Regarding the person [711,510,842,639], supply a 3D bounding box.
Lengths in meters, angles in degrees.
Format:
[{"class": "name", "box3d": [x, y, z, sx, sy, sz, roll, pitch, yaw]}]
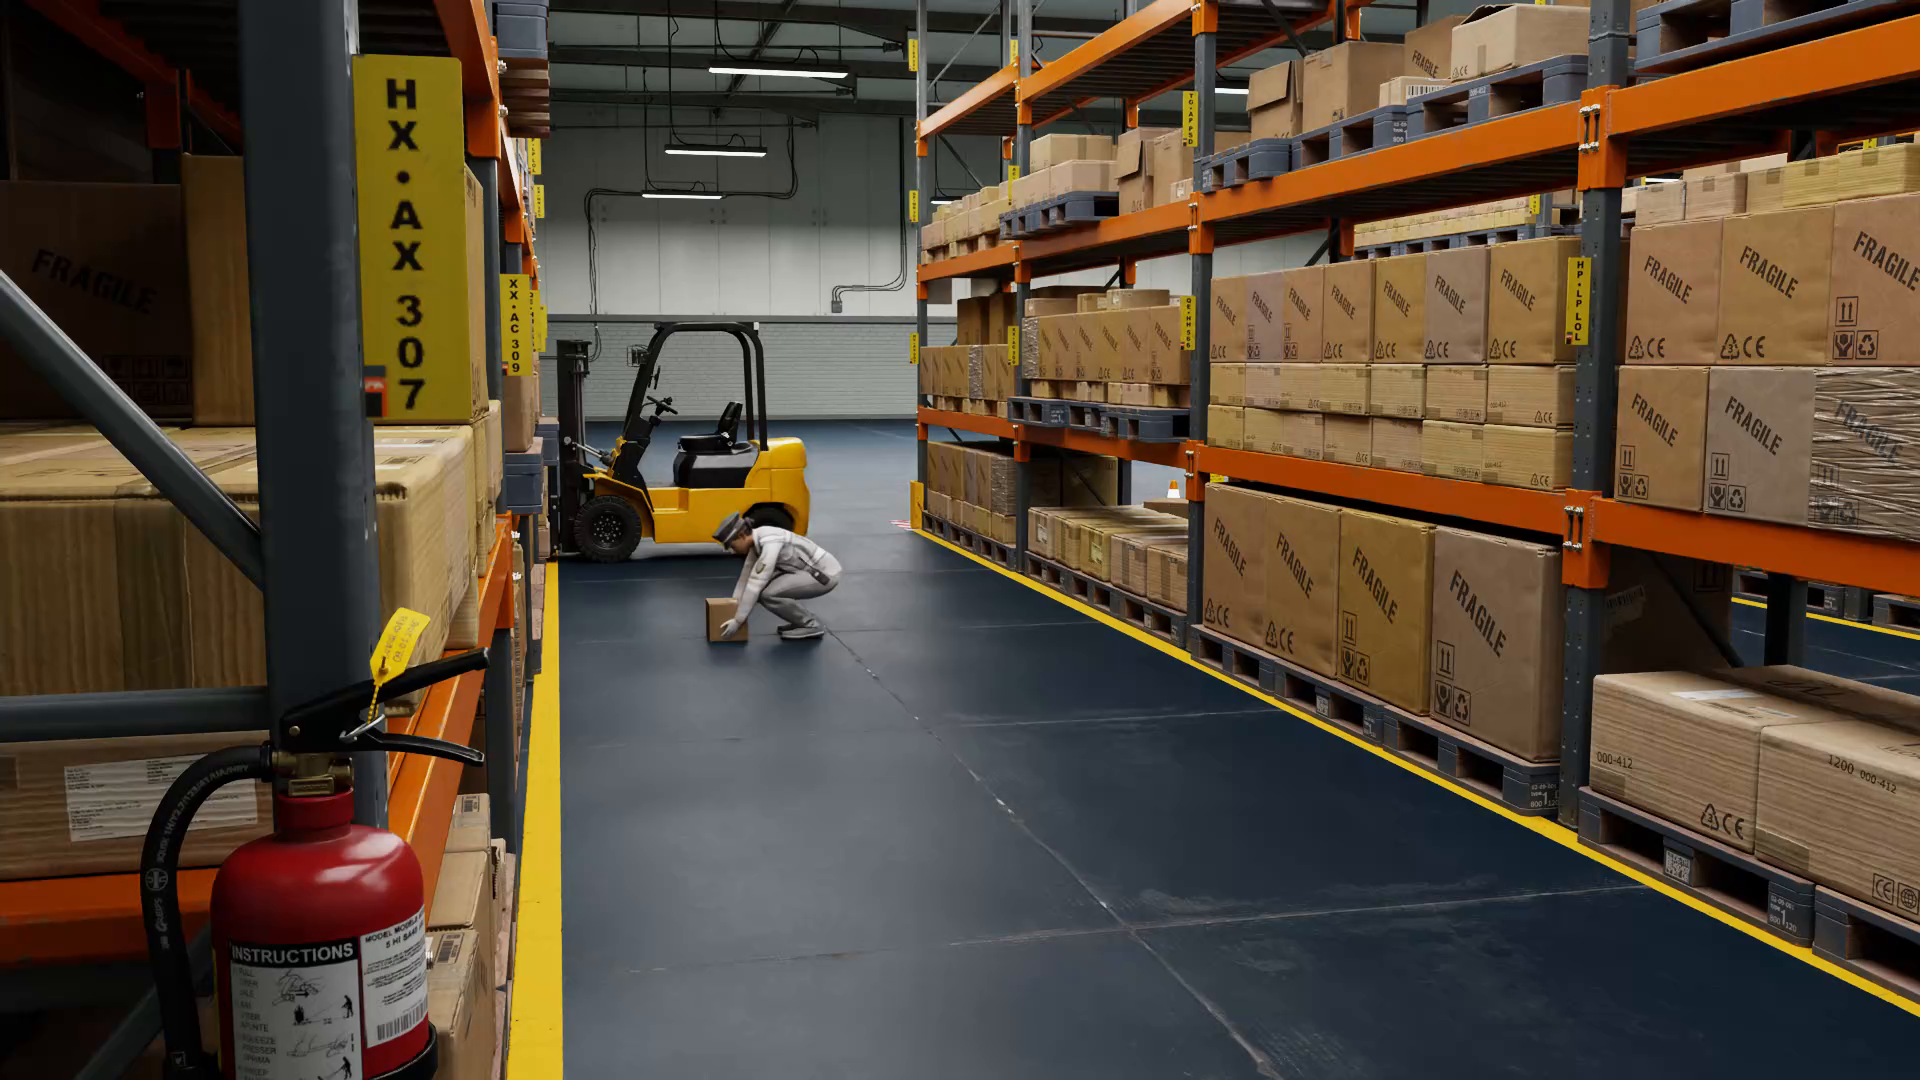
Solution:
[{"class": "person", "box3d": [-1.208, 0.220, 10.943, 0.859, 0.855, 0.480, -2, 6, -14]}]
